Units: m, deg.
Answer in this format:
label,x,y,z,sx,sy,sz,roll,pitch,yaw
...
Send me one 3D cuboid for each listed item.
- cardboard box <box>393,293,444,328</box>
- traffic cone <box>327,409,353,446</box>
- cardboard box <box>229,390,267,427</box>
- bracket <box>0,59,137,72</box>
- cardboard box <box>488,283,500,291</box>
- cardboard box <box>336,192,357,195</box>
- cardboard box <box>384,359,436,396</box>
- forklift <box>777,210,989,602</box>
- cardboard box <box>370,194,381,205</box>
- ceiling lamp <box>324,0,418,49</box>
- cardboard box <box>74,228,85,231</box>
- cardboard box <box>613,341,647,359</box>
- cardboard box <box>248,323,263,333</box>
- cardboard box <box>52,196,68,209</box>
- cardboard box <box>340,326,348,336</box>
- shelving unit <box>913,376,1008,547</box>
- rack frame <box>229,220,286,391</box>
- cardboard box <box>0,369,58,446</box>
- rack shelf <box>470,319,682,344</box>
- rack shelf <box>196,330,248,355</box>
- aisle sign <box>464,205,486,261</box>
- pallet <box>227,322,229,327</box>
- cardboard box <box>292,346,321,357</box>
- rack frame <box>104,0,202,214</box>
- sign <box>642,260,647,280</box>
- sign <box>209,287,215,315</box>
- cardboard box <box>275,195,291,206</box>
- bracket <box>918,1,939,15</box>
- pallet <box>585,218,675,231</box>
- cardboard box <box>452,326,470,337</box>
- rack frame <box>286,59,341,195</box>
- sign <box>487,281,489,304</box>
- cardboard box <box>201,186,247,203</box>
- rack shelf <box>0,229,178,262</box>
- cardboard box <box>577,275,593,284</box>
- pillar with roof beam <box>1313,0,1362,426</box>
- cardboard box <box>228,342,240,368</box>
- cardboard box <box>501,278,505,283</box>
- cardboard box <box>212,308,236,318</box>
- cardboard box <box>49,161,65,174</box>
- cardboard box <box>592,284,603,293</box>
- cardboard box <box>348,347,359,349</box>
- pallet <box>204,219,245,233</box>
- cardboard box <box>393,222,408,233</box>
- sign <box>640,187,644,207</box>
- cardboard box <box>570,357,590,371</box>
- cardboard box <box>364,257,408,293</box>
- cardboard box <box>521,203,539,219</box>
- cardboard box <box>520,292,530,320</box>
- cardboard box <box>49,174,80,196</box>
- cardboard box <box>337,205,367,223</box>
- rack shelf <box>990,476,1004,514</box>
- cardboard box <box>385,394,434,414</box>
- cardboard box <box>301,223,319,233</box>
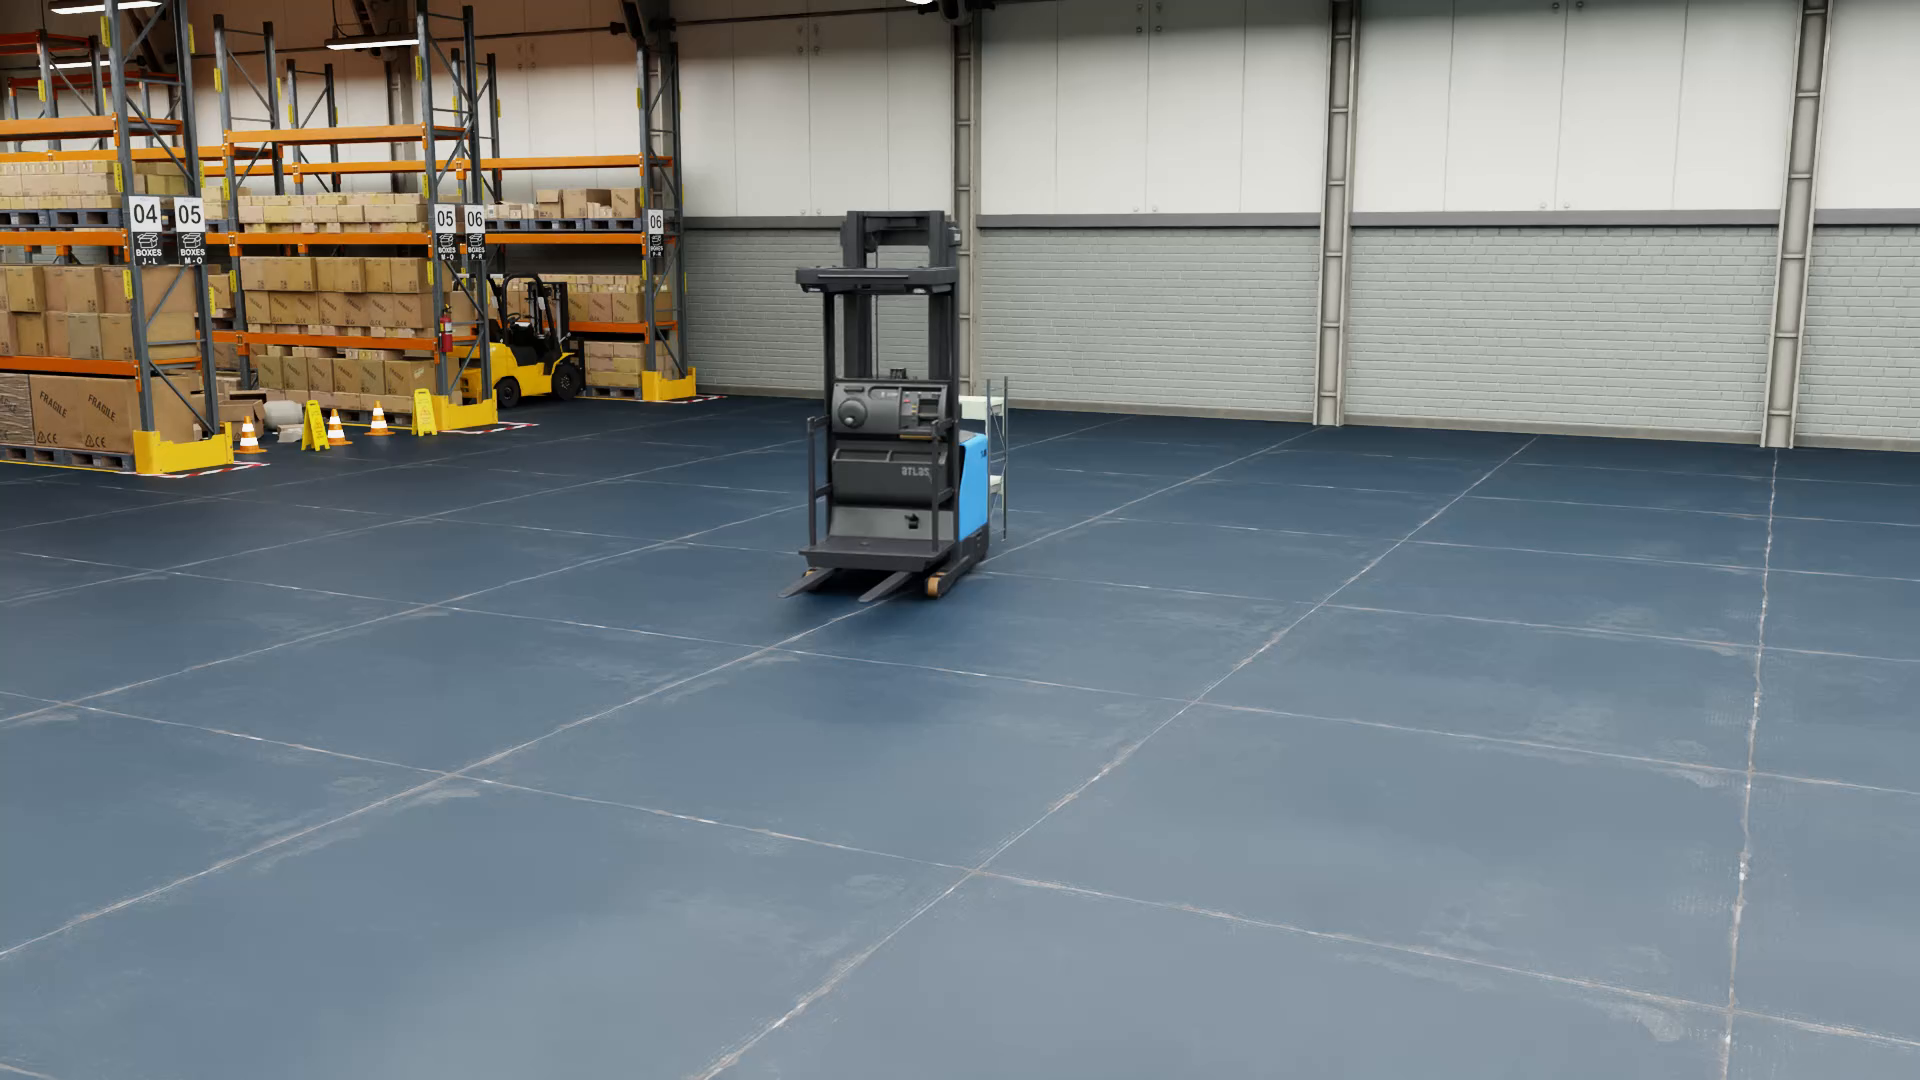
label,x,y,z,sx,sy,sz,roll,pitch,yaw
cardboard box,-7.858,-3.342,24.159,0.500,0.500,0.500,5,11,25
traffic cone,-8.392,-1.523,22.348,0.334,0.463,0.336,5,11,26
cardboard box,-10.477,-1.933,24.497,0.500,0.500,0.500,-4,11,-23
bracket,-18.883,-9.988,35.040,4.783,0.066,0.076,5,11,26
cardboard box,-8.241,-4.537,29.775,0.250,0.149,0.380,5,12,27
cardboard box,-11.192,-6.233,31.082,0.500,0.500,0.700,5,11,25
cardboard box,-8.083,-2.392,24.460,0.500,0.500,0.500,5,11,26
forklift,-0.605,-1.071,12.916,1.130,2.935,3.031,3,11,14
cardboard box,-8.339,-4.944,24.169,0.250,0.149,0.380,5,11,26
ceiling lamp,-9.492,-9.719,27.270,2.000,3.185,0.800,5,11,26
cardboard box,-14.216,-5.079,27.152,0.250,0.149,0.380,5,11,26
cardboard box,-5.607,-3.273,28.626,0.500,0.250,0.500,5,12,28
cardboard box,-10.696,-3.263,25.545,0.250,0.149,0.380,5,11,26
cardboard box,-10.479,-3.990,19.675,0.250,0.149,0.380,5,11,26
cardboard box,-9.041,-3.143,24.880,0.250,0.149,0.380,5,11,26
shelving unit,0.006,-0.737,15.094,0.755,1.500,0.431,5,11,26
rack frame,-10.836,-3.463,25.942,0.127,3.000,1.000,5,11,26
cardboard box,-11.593,-1.695,20.957,0.875,0.875,0.875,5,11,26
rack shelf,-6.850,-3.745,29.517,4.000,0.370,1.077,5,11,26
rack shelf,-12.630,-3.267,26.877,4.000,0.370,1.077,5,11,26
aisle sign,-7.056,-4.472,24.216,0.004,0.787,0.394,5,11,26
pallet,-12.630,-3.534,26.875,1.213,0.211,1.003,5,11,26
cardboard box,-9.879,-2.856,25.201,0.250,0.149,0.380,6,12,28
rack frame,-9.349,-5.301,19.254,0.127,3.000,1.000,5,11,26
sign,-5.309,-4.542,27.986,0.005,0.325,0.100,5,11,26
sign,-9.098,-2.902,20.192,0.005,0.325,0.100,5,11,26
cardboard box,-9.995,-5.068,24.853,0.250,0.149,0.380,5,11,25
bracket,-0.430,-8.366,26.081,0.430,0.232,0.235,5,11,26
pallet,-5.679,-5.433,28.654,1.213,0.211,1.003,5,11,26
cardboard box,-7.462,-3.084,24.554,0.250,0.149,0.380,5,11,26
rack frame,-12.230,-7.523,31.531,0.127,3.000,1.000,5,11,26
sign,-7.009,-3.661,24.603,0.005,0.325,0.100,5,11,26
cardboard box,-11.412,-5.343,25.747,0.500,0.250,0.500,5,12,27
rack shelf,-11.142,-3.629,20.456,4.000,0.370,1.077,5,11,26
cardboard box,-6.425,-4.515,28.819,0.250,0.149,0.380,5,12,27
pillar with roof beam,3.575,-5.459,20.123,0.548,9.000,9.100,5,11,26
cardboard box,-14.093,-3.667,32.908,0.500,0.500,0.500,5,11,24
cardboard box,-7.982,-4.674,29.693,0.250,0.149,0.380,5,11,25
cardboard box,-11.420,-3.543,25.908,0.250,0.149,0.380,5,11,27
cardboard box,-10.487,-4.383,19.607,0.250,0.149,0.380,5,12,27
cardboard box,-6.156,-4.359,28.790,0.250,0.149,0.380,5,11,25
cardboard box,-11.088,-3.508,31.679,0.625,0.625,0.875,5,12,28
pallet,-11.343,-4.912,26.055,1.003,0.211,1.213,5,11,26
cardboard box,-7.930,-4.498,23.944,0.250,0.149,0.380,5,11,26
sign,-5.309,-5.728,27.771,0.005,0.325,0.100,5,11,26
cardboard box,-6.548,-3.108,29.116,0.500,0.250,0.500,5,11,25
cardboard box,-8.254,-3.882,24.333,0.500,0.500,0.700,5,11,26
cardboard box,-7.447,-5.756,29.109,0.258,0.266,0.396,5,11,24
cardboard box,-7.432,-4.151,29.460,0.500,0.500,0.500,5,11,25
cardboard box,-10.359,-4.187,19.647,0.500,0.250,0.500,5,11,26
cardboard box,-8.745,-4.774,24.347,0.500,0.250,0.500,5,12,27
rack shelf,0.006,-0.417,15.152,0.720,0.370,0.431,5,11,26
cardboard box,-8.114,-2.024,24.533,0.500,0.250,0.500,5,11,26
cardboard box,-9.548,-4.636,24.707,0.250,0.149,0.380,5,11,25
